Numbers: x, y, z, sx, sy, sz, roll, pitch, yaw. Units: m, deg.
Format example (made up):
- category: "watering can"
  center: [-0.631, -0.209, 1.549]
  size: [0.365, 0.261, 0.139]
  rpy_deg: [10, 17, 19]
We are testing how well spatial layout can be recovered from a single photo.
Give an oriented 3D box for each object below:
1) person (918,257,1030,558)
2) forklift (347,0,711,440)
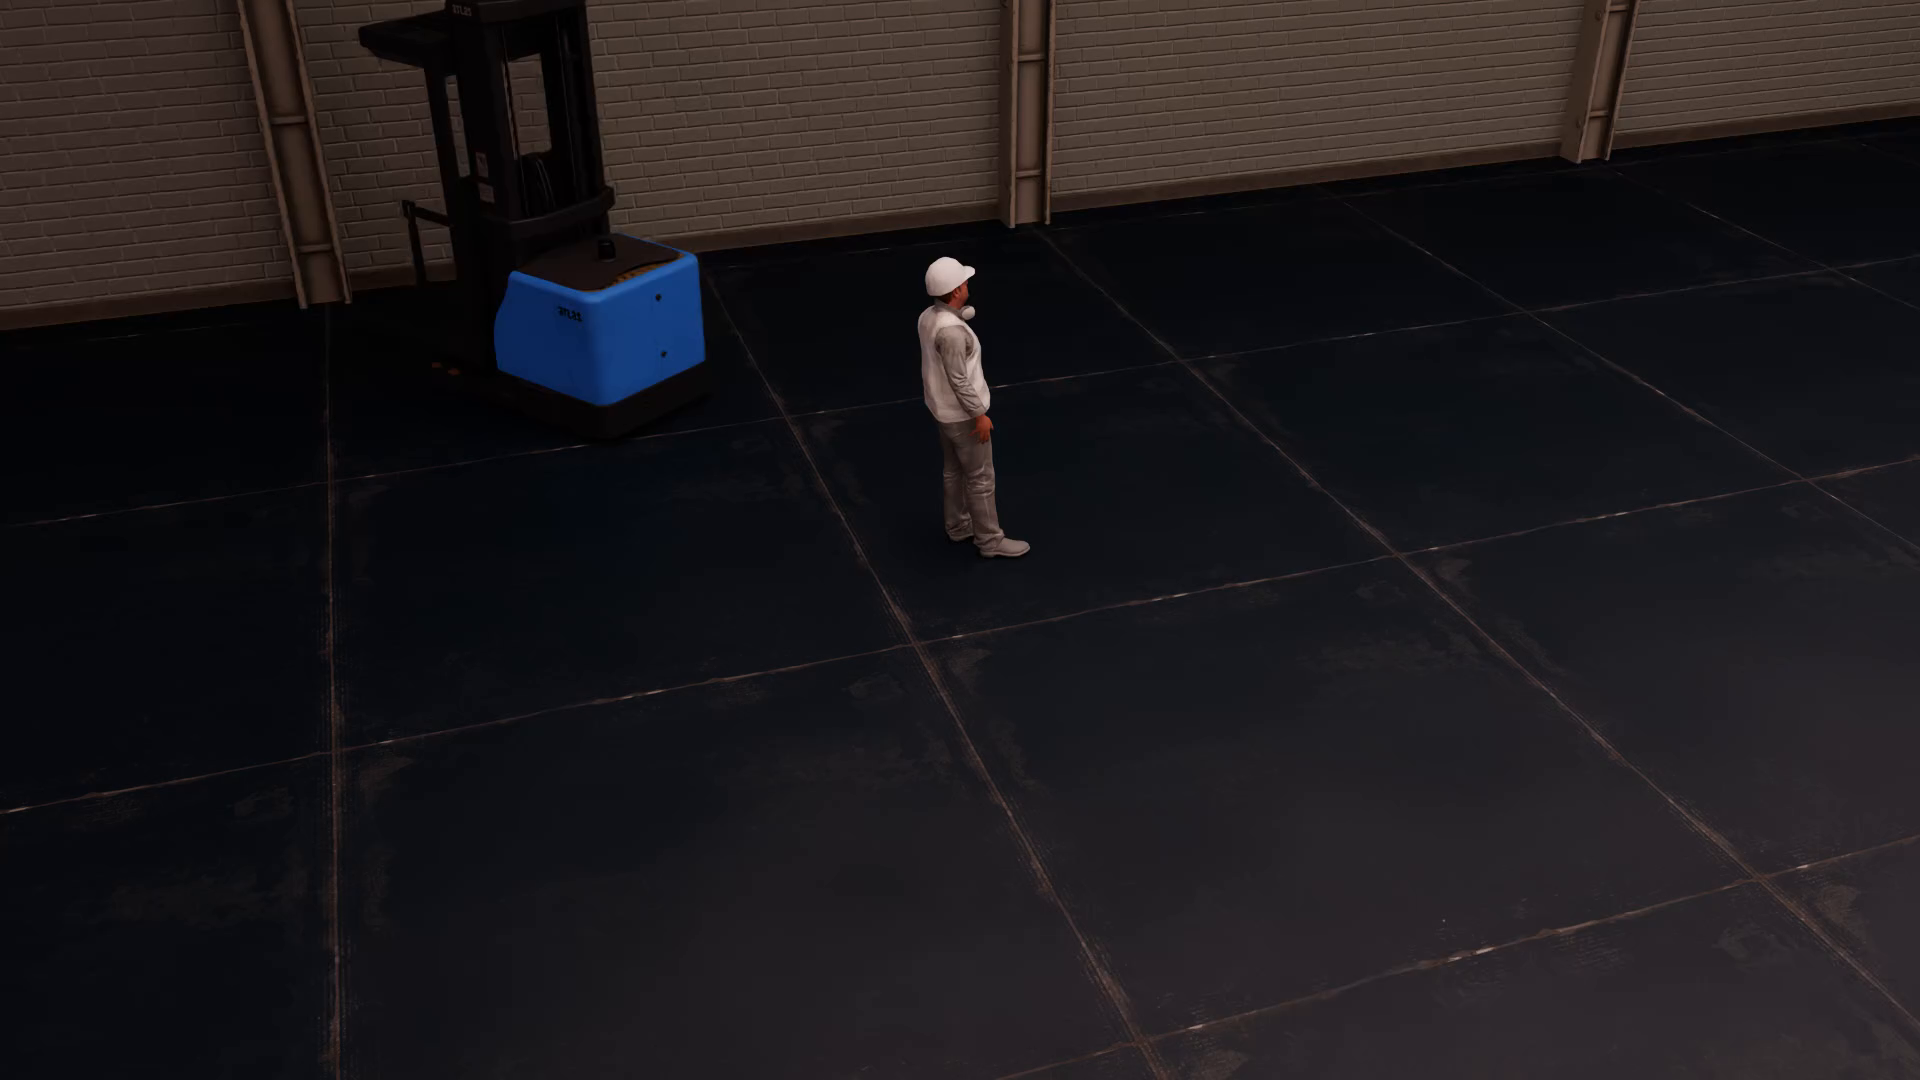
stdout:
- category: "person"
  center: [0.061, -0.781, 9.590]
  size: [0.568, 1.773, 0.632]
  rpy_deg: [-10, 31, -16]
- category: "forklift"
  center: [-3.241, -2.514, 11.456]
  size: [3.031, 2.935, 1.130]
  rpy_deg: [20, 36, 31]
